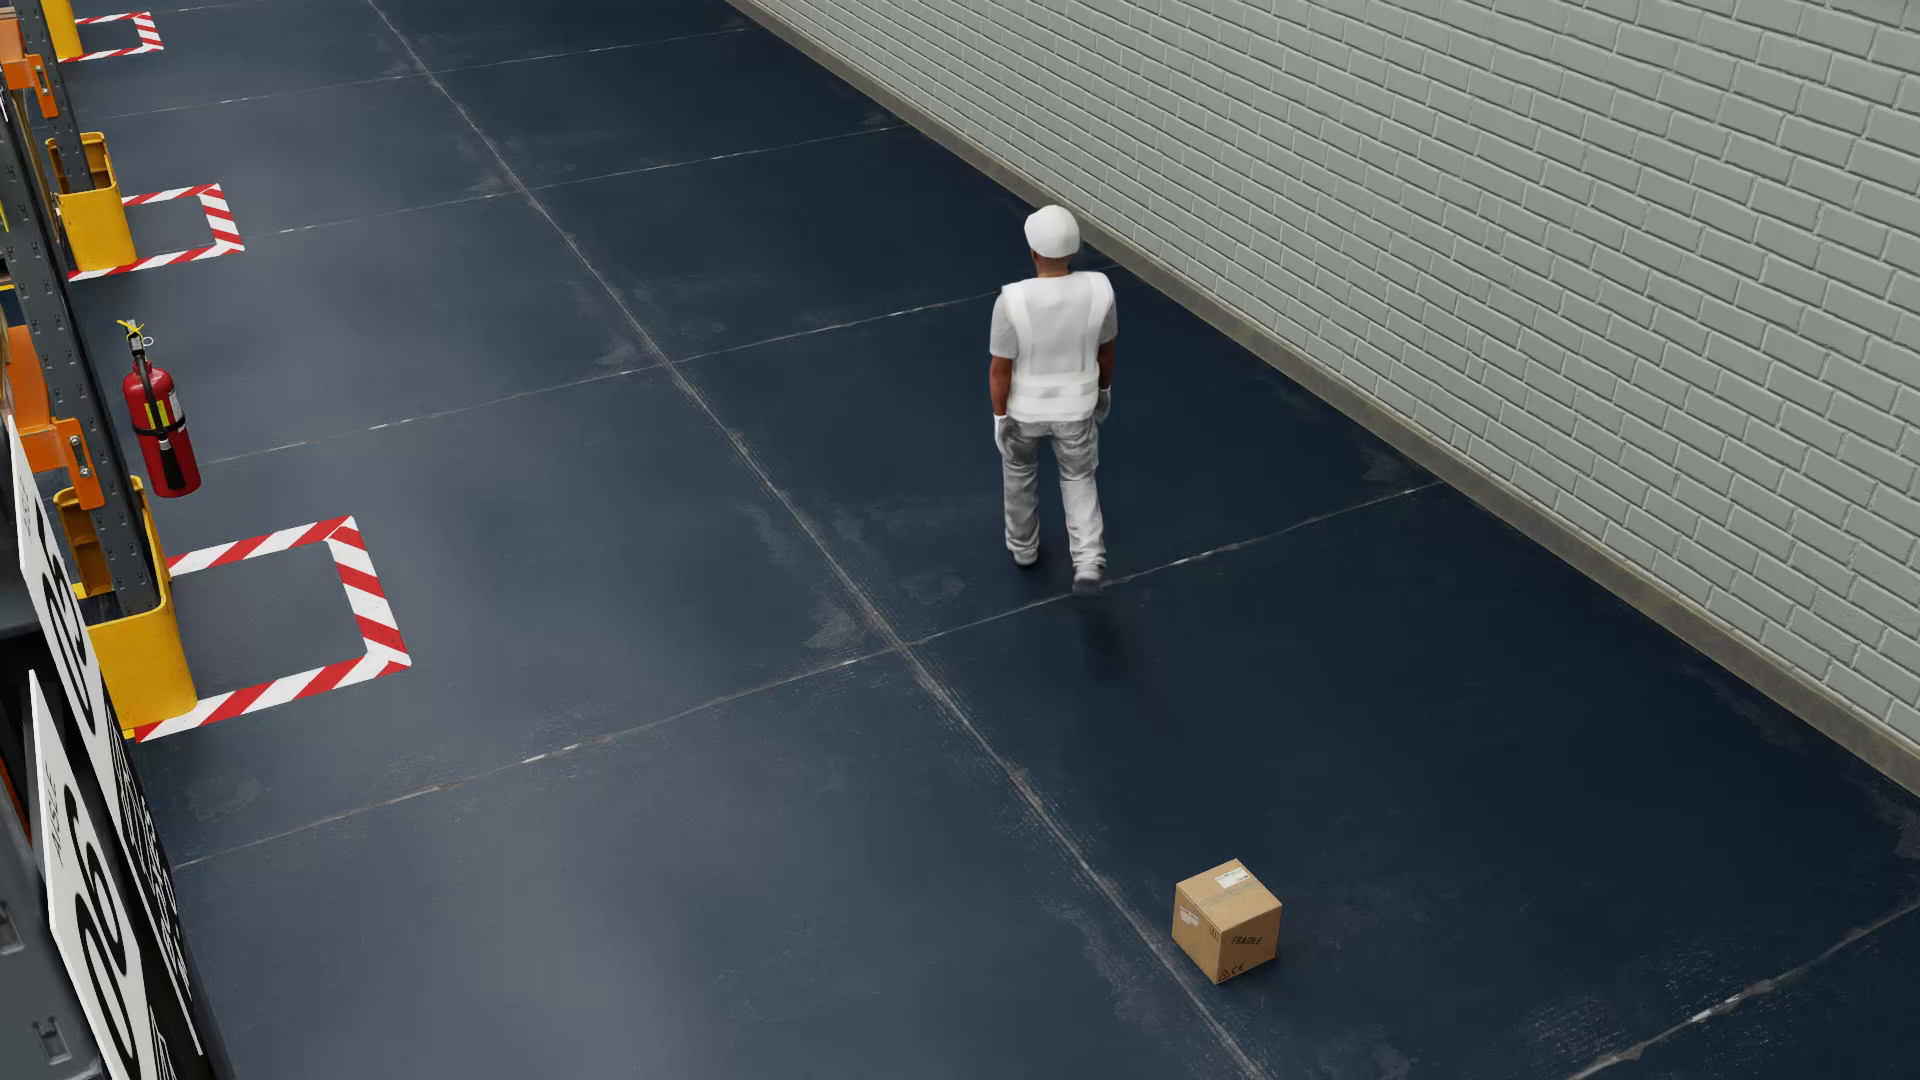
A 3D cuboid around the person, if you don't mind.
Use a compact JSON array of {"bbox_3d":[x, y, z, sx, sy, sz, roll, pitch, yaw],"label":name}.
[{"bbox_3d":[0.383,-0.860,6.815,0.552,1.087,0.341,-4,33,-7],"label":"person"}]
